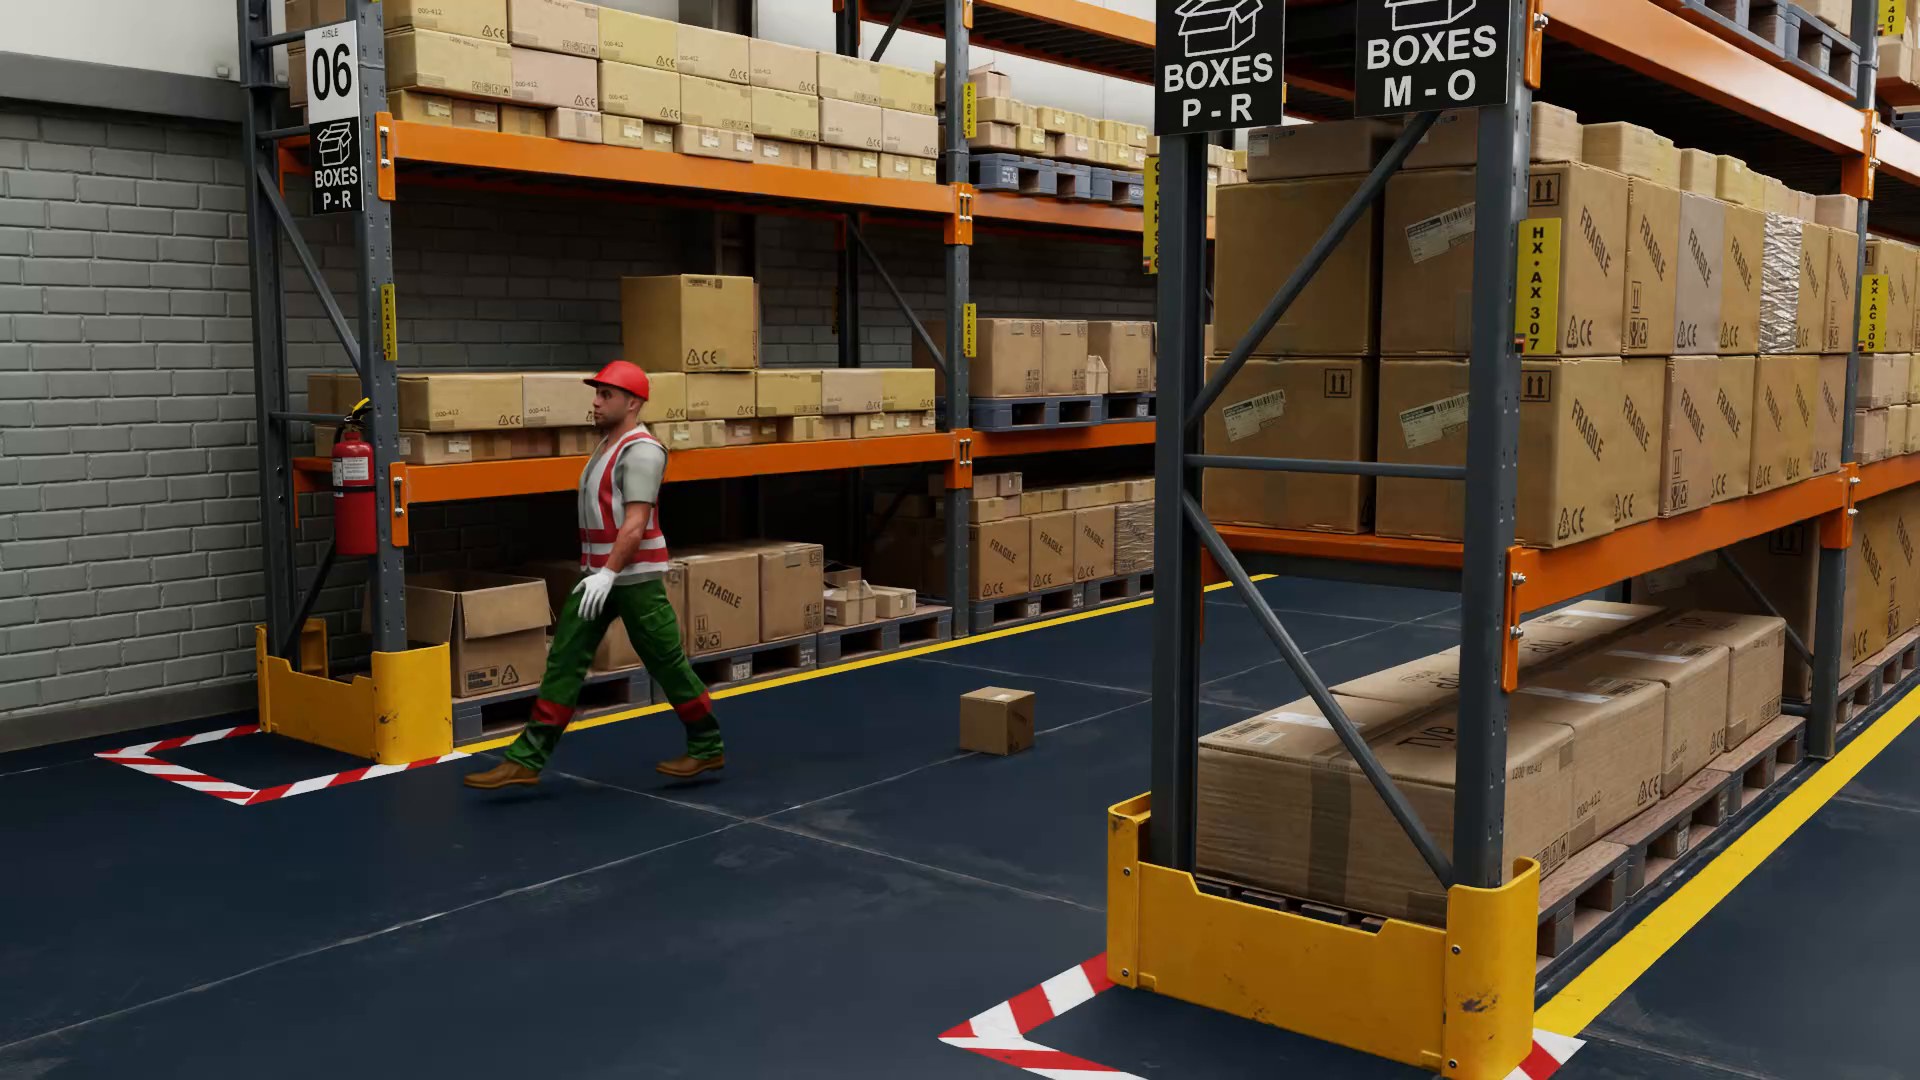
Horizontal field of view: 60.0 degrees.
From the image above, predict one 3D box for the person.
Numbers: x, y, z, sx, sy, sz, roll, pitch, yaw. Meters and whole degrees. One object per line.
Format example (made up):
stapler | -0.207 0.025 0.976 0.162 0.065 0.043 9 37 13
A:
person | -1.471 0.142 6.732 1.036 1.727 0.588 -5 8 -37
